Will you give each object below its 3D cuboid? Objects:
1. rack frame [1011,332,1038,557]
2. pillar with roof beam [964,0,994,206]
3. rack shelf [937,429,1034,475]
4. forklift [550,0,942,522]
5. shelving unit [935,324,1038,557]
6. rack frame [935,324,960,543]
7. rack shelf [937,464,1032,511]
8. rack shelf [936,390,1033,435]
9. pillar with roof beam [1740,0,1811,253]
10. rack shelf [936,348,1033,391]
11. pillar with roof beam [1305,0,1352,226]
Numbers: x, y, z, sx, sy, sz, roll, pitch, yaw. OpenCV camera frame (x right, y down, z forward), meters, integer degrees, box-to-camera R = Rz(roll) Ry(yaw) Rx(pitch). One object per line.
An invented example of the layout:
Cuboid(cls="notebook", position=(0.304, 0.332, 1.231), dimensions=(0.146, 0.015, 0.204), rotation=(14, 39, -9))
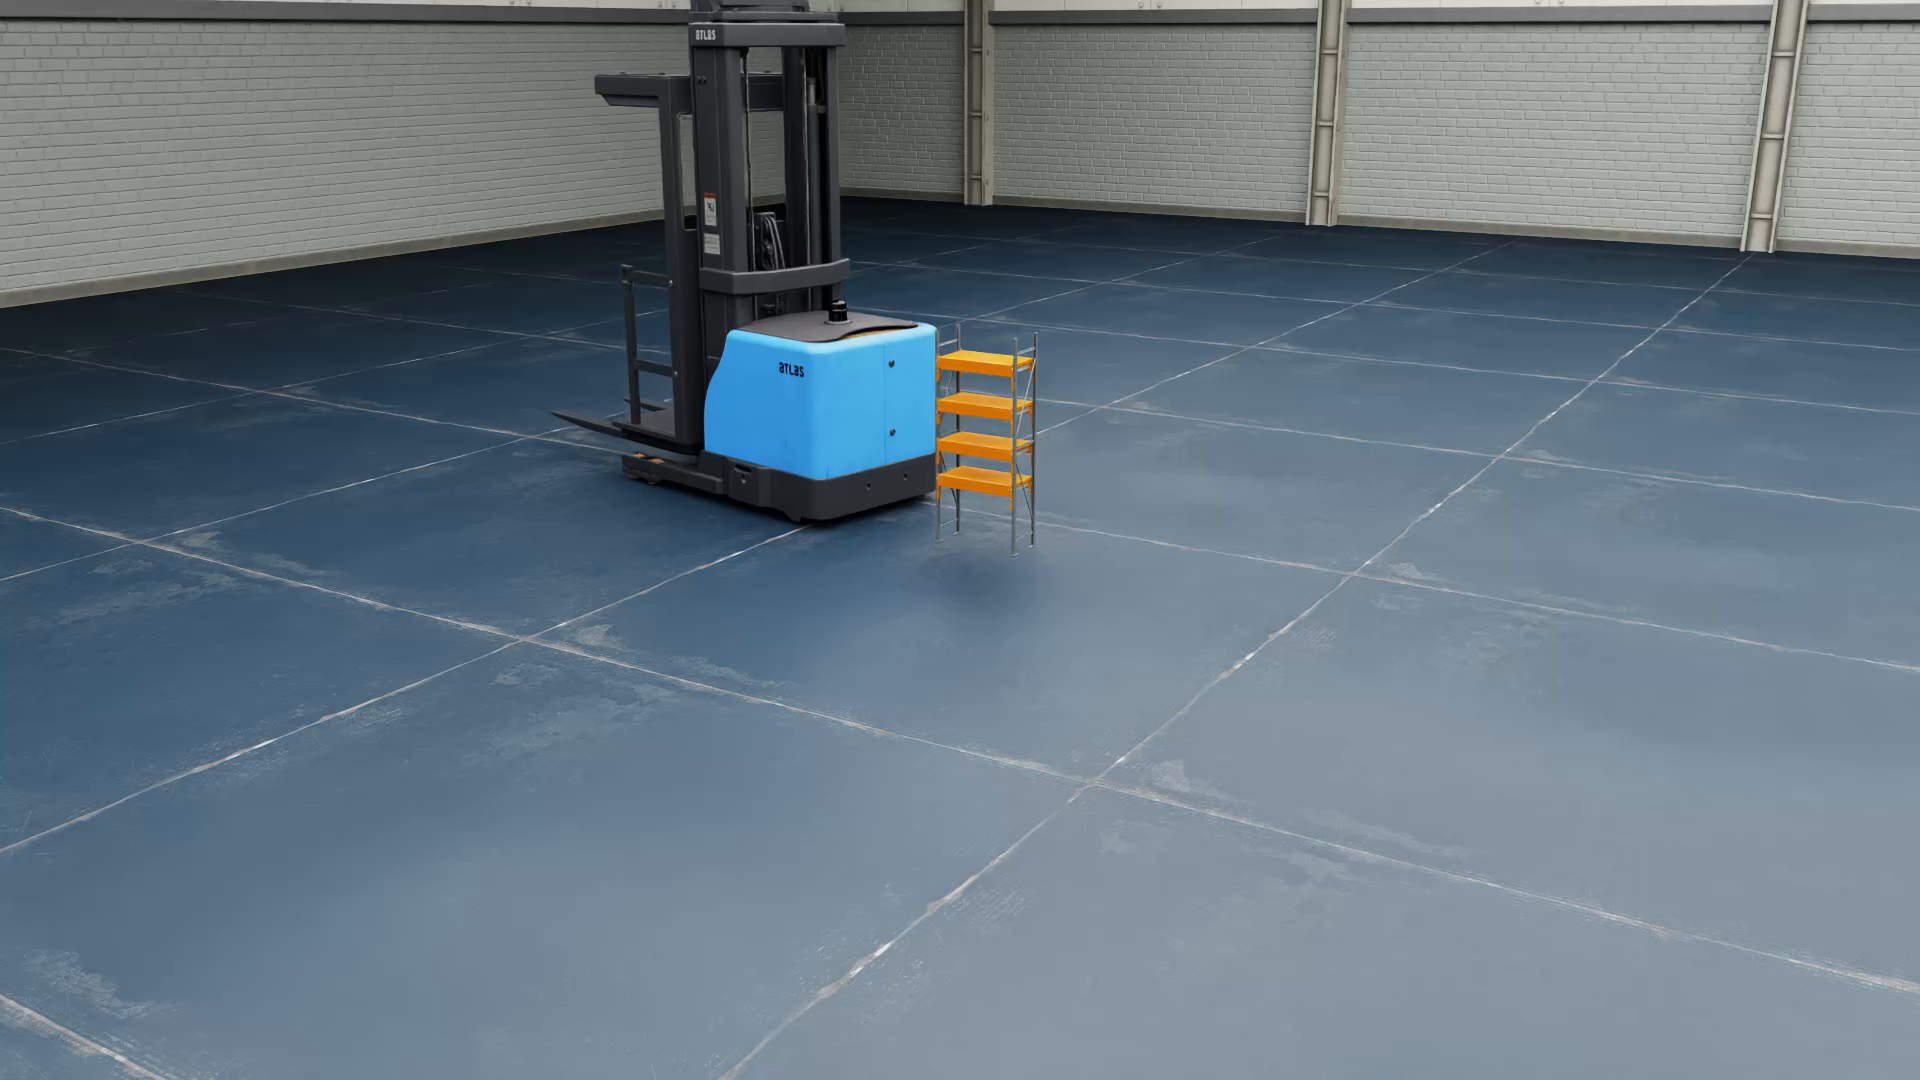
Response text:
Cuboid(cls="rack frame", position=(0.349, -0.512, 9.002), dimensions=(0.015, 1.200, 0.240), rotation=(10, 20, 30))
Cuboid(cls="pillar with roof beam", position=(-1.938, -8.890, 23.164), dimensions=(0.400, 9.000, 9.100), rotation=(10, 20, 30))
Cuboid(cls="rack shelf", position=(0.141, -0.485, 9.143), dimensions=(0.480, 0.148, 0.258), rotation=(10, 20, 30))
Cuboid(cls="forklift", position=(-1.526, -1.848, 10.423), dimensions=(3.031, 2.935, 1.130), rotation=(15, 23, 41))
Cuboid(cls="shelving unit", position=(0.141, -0.549, 9.124), dimensions=(0.503, 1.200, 0.258), rotation=(10, 20, 30))
Cuboid(cls="rack frame", position=(-0.067, -0.586, 9.246), dimensions=(0.015, 1.200, 0.240), rotation=(10, 20, 30))
Cuboid(cls="rack shelf", position=(0.141, -0.295, 9.201), dimensions=(0.480, 0.148, 0.258), rotation=(10, 20, 30))
Cuboid(cls="rack shelf", position=(0.141, -0.699, 9.078), dimensions=(0.480, 0.148, 0.258), rotation=(10, 20, 30))
Cuboid(cls="pillar with roof beam", position=(8.287, -7.064, 17.155), dimensions=(0.400, 9.000, 9.100), rotation=(10, 20, 30))
Cuboid(cls="rack shelf", position=(0.141, -0.925, 9.010), dimensions=(0.480, 0.148, 0.258), rotation=(10, 20, 30))
Cuboid(cls="pillar with roof beam", position=(3.174, -7.977, 20.159), dimensions=(0.400, 9.000, 9.100), rotation=(10, 20, 30))
